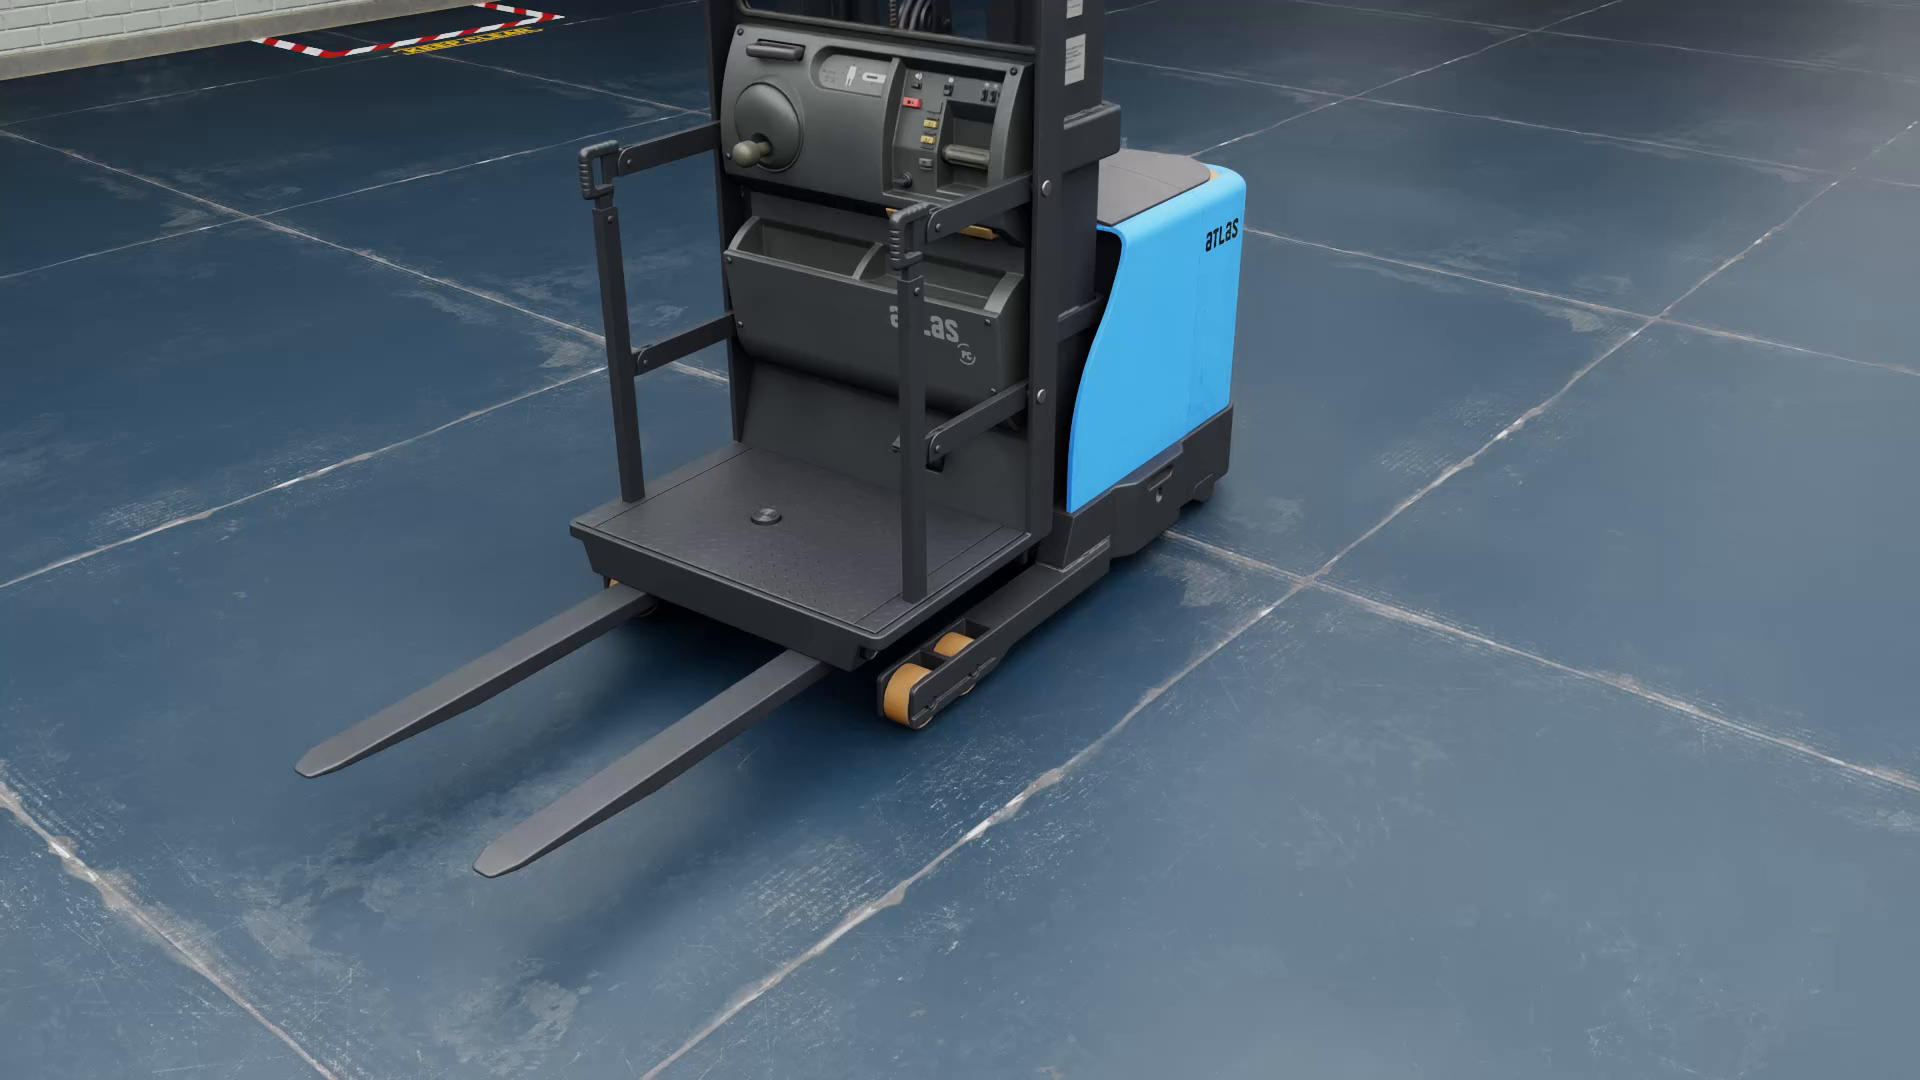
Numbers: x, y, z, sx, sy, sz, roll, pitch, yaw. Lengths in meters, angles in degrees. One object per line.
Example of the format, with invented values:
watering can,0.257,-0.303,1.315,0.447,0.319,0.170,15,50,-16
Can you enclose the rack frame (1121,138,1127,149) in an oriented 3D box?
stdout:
rack frame,0.459,-0.869,5.787,0.200,1.050,0.008,-6,28,-11

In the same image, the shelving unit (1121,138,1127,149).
shelving unit,0.434,-0.924,5.893,0.215,1.050,0.252,-6,28,-11

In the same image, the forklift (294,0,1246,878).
forklift,-0.364,-1.066,4.120,1.130,2.935,3.031,18,32,31
